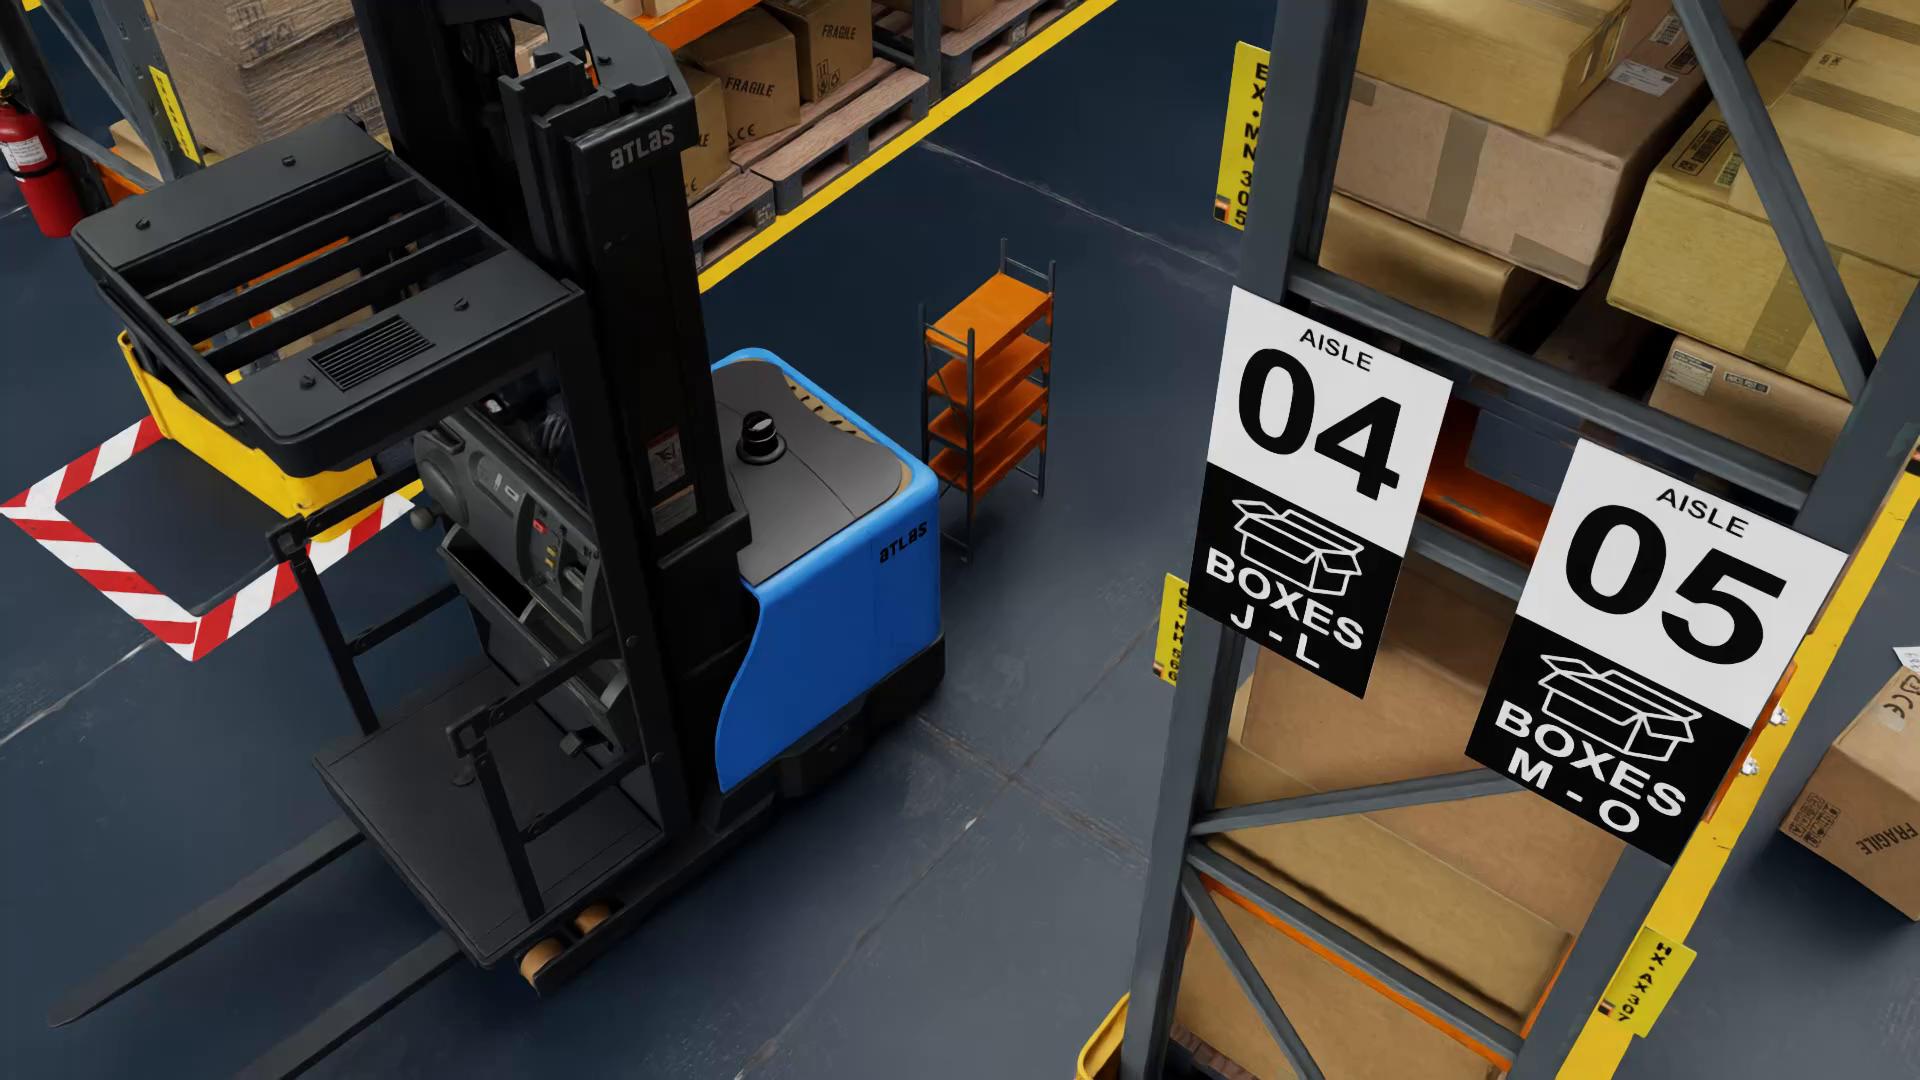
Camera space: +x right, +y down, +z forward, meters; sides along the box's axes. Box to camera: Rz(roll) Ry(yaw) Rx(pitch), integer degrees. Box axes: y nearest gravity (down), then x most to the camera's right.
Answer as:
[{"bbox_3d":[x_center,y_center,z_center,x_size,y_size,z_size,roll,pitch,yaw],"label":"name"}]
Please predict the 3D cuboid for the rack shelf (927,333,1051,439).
[{"bbox_3d":[0.101,-0.617,6.294,0.258,0.148,0.480,29,53,25],"label":"rack shelf"}]

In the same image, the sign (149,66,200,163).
[{"bbox_3d":[-2.548,-1.378,5.393,0.100,0.325,0.005,29,53,25],"label":"sign"}]

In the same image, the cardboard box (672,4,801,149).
[{"bbox_3d":[-1.152,-2.347,8.356,0.500,0.500,0.500,-26,52,-23],"label":"cardboard box"}]

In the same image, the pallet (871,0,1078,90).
[{"bbox_3d":[-0.057,-3.091,9.556,1.003,0.211,1.213,29,53,25],"label":"pallet"}]

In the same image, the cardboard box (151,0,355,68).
[{"bbox_3d":[-2.426,-1.996,5.616,0.500,0.500,0.500,29,53,25],"label":"cardboard box"}]

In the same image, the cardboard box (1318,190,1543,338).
[{"bbox_3d":[0.821,-0.537,2.929,0.380,0.149,0.250,29,53,25],"label":"cardboard box"}]

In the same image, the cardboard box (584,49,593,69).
[{"bbox_3d":[-1.621,-2.105,6.860,0.380,0.149,0.250,29,53,25],"label":"cardboard box"}]

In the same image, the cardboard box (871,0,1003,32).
[{"bbox_3d":[-0.140,-3.238,9.193,0.700,0.500,0.500,25,51,22],"label":"cardboard box"}]

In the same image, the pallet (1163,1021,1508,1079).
[{"bbox_3d":[1.313,1.403,5.264,1.003,0.211,1.213,29,53,25],"label":"pallet"}]

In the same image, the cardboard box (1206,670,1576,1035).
[{"bbox_3d":[1.077,0.647,3.953,0.875,0.550,0.550,29,53,25],"label":"cardboard box"}]

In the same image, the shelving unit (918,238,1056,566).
[{"bbox_3d":[0.101,-0.509,6.407,0.258,1.200,0.503,29,53,25],"label":"shelving unit"}]

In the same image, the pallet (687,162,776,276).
[{"bbox_3d":[-1.660,-1.544,8.078,1.003,0.211,1.213,29,53,25],"label":"pallet"}]

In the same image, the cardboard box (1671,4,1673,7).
[{"bbox_3d":[1.134,-1.104,2.919,0.380,0.149,0.250,30,53,26],"label":"cardboard box"}]

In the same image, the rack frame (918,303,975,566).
[{"bbox_3d":[-0.048,-0.370,6.273,0.240,1.200,0.015,29,53,25],"label":"rack frame"}]

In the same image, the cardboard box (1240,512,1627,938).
[{"bbox_3d":[1.143,0.312,3.527,0.875,0.550,0.550,29,53,25],"label":"cardboard box"}]

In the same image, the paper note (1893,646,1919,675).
[{"bbox_3d":[3.637,0.453,6.296,0.147,0.020,0.142,-2,46,-2],"label":"paper note"}]

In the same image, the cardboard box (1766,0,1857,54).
[{"bbox_3d":[1.693,-0.789,2.893,0.500,0.250,0.500,29,53,25],"label":"cardboard box"}]

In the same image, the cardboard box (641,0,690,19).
[{"bbox_3d":[-1.360,-2.416,7.157,0.380,0.149,0.250,29,53,25],"label":"cardboard box"}]

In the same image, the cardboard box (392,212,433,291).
[{"bbox_3d":[-2.244,-1.308,7.363,0.500,0.500,0.500,-29,53,-25],"label":"cardboard box"}]

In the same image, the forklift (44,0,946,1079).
[{"bbox_3d":[-1.466,0.004,4.719,3.031,2.935,1.130,-35,55,-29],"label":"forklift"}]

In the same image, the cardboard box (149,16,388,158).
[{"bbox_3d":[-2.620,-1.759,6.081,0.875,0.500,0.500,29,53,25],"label":"cardboard box"}]

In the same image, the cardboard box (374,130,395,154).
[{"bbox_3d":[-2.282,-1.561,6.340,0.380,0.149,0.250,29,53,25],"label":"cardboard box"}]

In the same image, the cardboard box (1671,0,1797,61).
[{"bbox_3d":[1.270,-1.024,3.118,0.500,0.250,0.500,29,53,25],"label":"cardboard box"}]

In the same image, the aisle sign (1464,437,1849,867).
[{"bbox_3d":[1.080,0.207,2.680,0.394,0.787,0.004,29,53,25],"label":"aisle sign"}]

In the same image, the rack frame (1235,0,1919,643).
[{"bbox_3d":[0.886,-1.141,1.616,1.000,3.000,0.127,29,53,25],"label":"rack frame"}]

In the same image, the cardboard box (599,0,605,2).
[{"bbox_3d":[-1.754,-2.646,6.928,0.875,0.500,0.500,29,53,25],"label":"cardboard box"}]

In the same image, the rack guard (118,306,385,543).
[{"bbox_3d":[-2.931,-0.499,6.881,1.175,0.500,0.348,29,53,25],"label":"rack guard"}]

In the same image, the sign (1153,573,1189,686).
[{"bbox_3d":[0.465,0.202,3.518,0.100,0.325,0.005,29,53,25],"label":"sign"}]

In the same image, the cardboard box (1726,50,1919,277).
[{"bbox_3d":[1.341,-0.523,2.363,0.380,0.149,0.250,30,53,25],"label":"cardboard box"}]

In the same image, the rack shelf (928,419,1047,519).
[{"bbox_3d":[0.101,-0.326,6.599,0.258,0.148,0.480,29,53,25],"label":"rack shelf"}]

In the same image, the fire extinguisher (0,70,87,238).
[{"bbox_3d":[-3.412,-1.430,6.096,0.296,0.674,0.183,29,53,25],"label":"fire extinguisher"}]

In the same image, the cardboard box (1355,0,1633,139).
[{"bbox_3d":[0.823,-0.815,2.643,0.380,0.149,0.250,30,53,25],"label":"cardboard box"}]

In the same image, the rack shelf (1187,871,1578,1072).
[{"bbox_3d":[2.108,0.036,5.139,1.077,0.370,4.000,29,53,25],"label":"rack shelf"}]

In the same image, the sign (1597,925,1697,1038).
[{"bbox_3d":[1.321,0.854,3.206,0.100,0.325,0.005,29,53,25],"label":"sign"}]

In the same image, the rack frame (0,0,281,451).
[{"bbox_3d":[-2.978,-1.319,5.936,1.000,3.000,0.127,29,53,25],"label":"rack frame"}]
